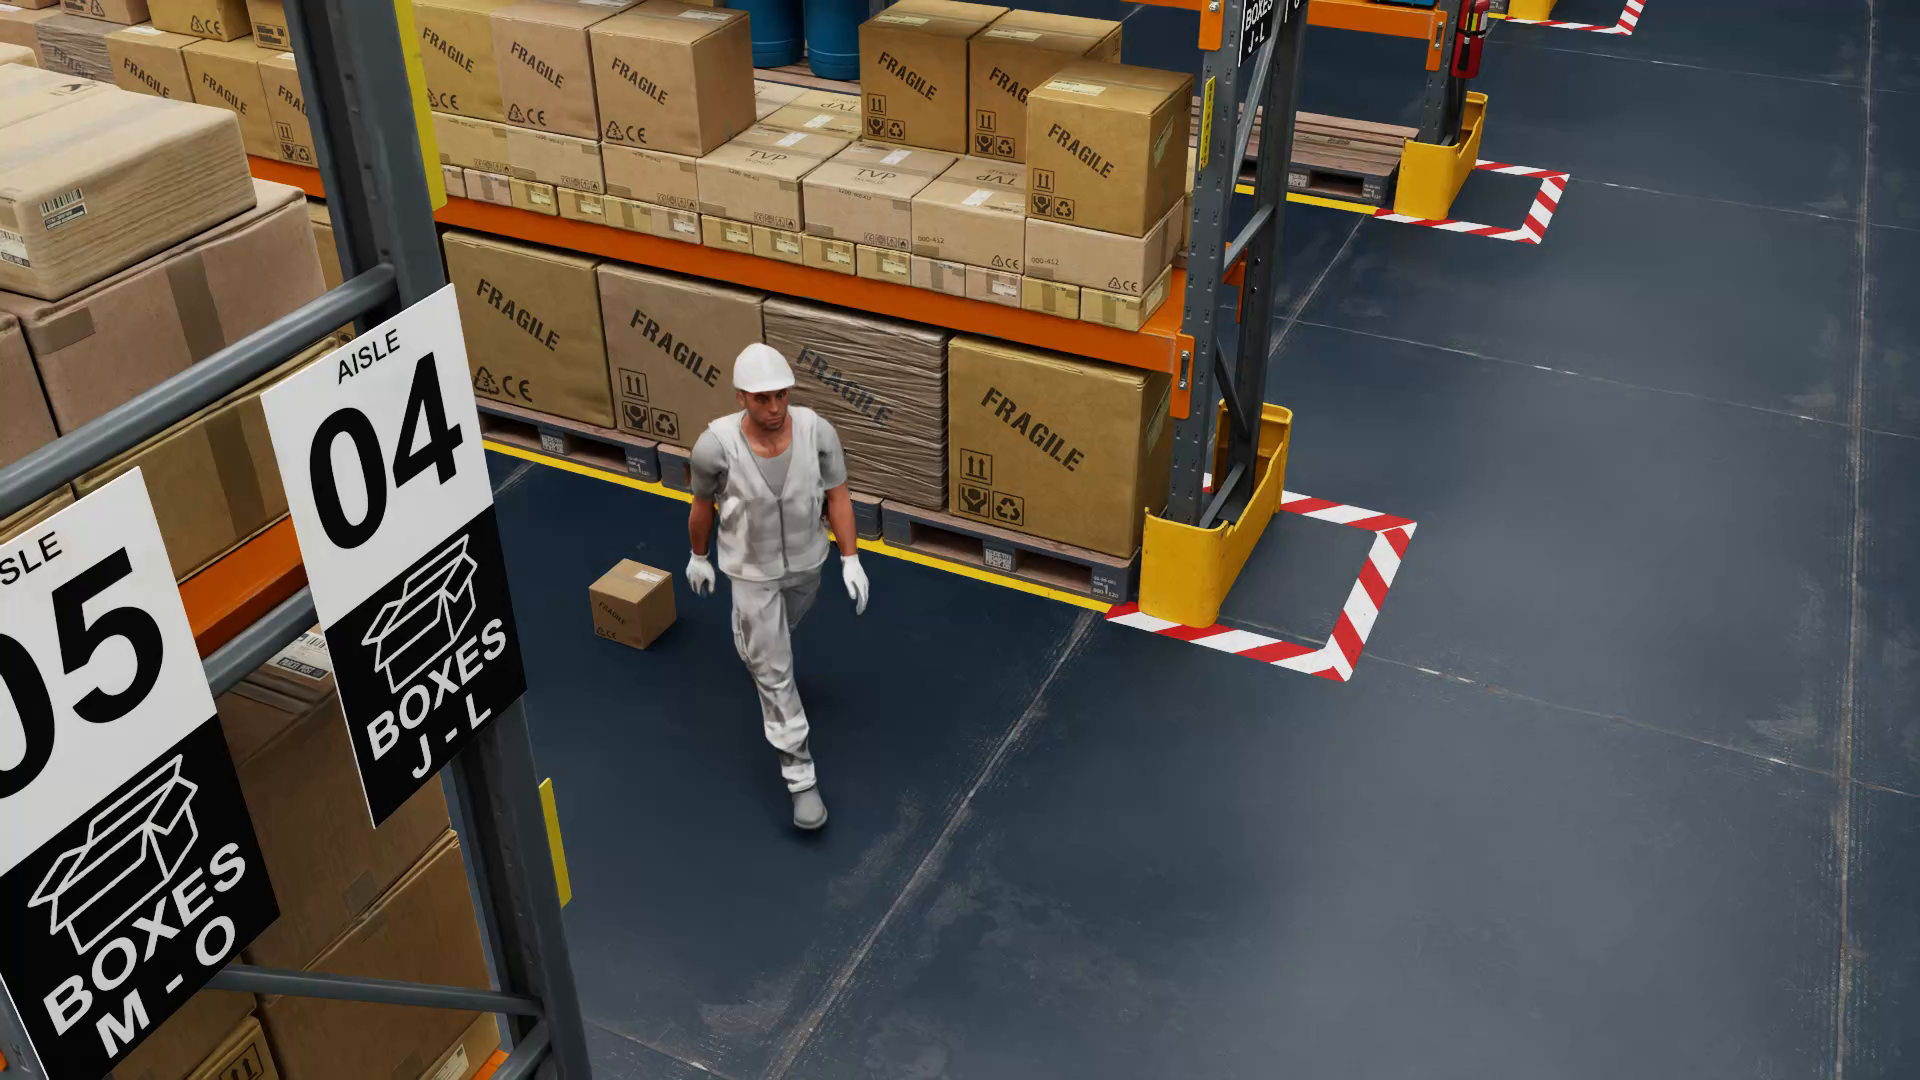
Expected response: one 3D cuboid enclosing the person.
[{"bbox_3d":[-0.652,0.095,5.986,0.568,1.741,1.066,-16,37,-22],"label":"person"}]
